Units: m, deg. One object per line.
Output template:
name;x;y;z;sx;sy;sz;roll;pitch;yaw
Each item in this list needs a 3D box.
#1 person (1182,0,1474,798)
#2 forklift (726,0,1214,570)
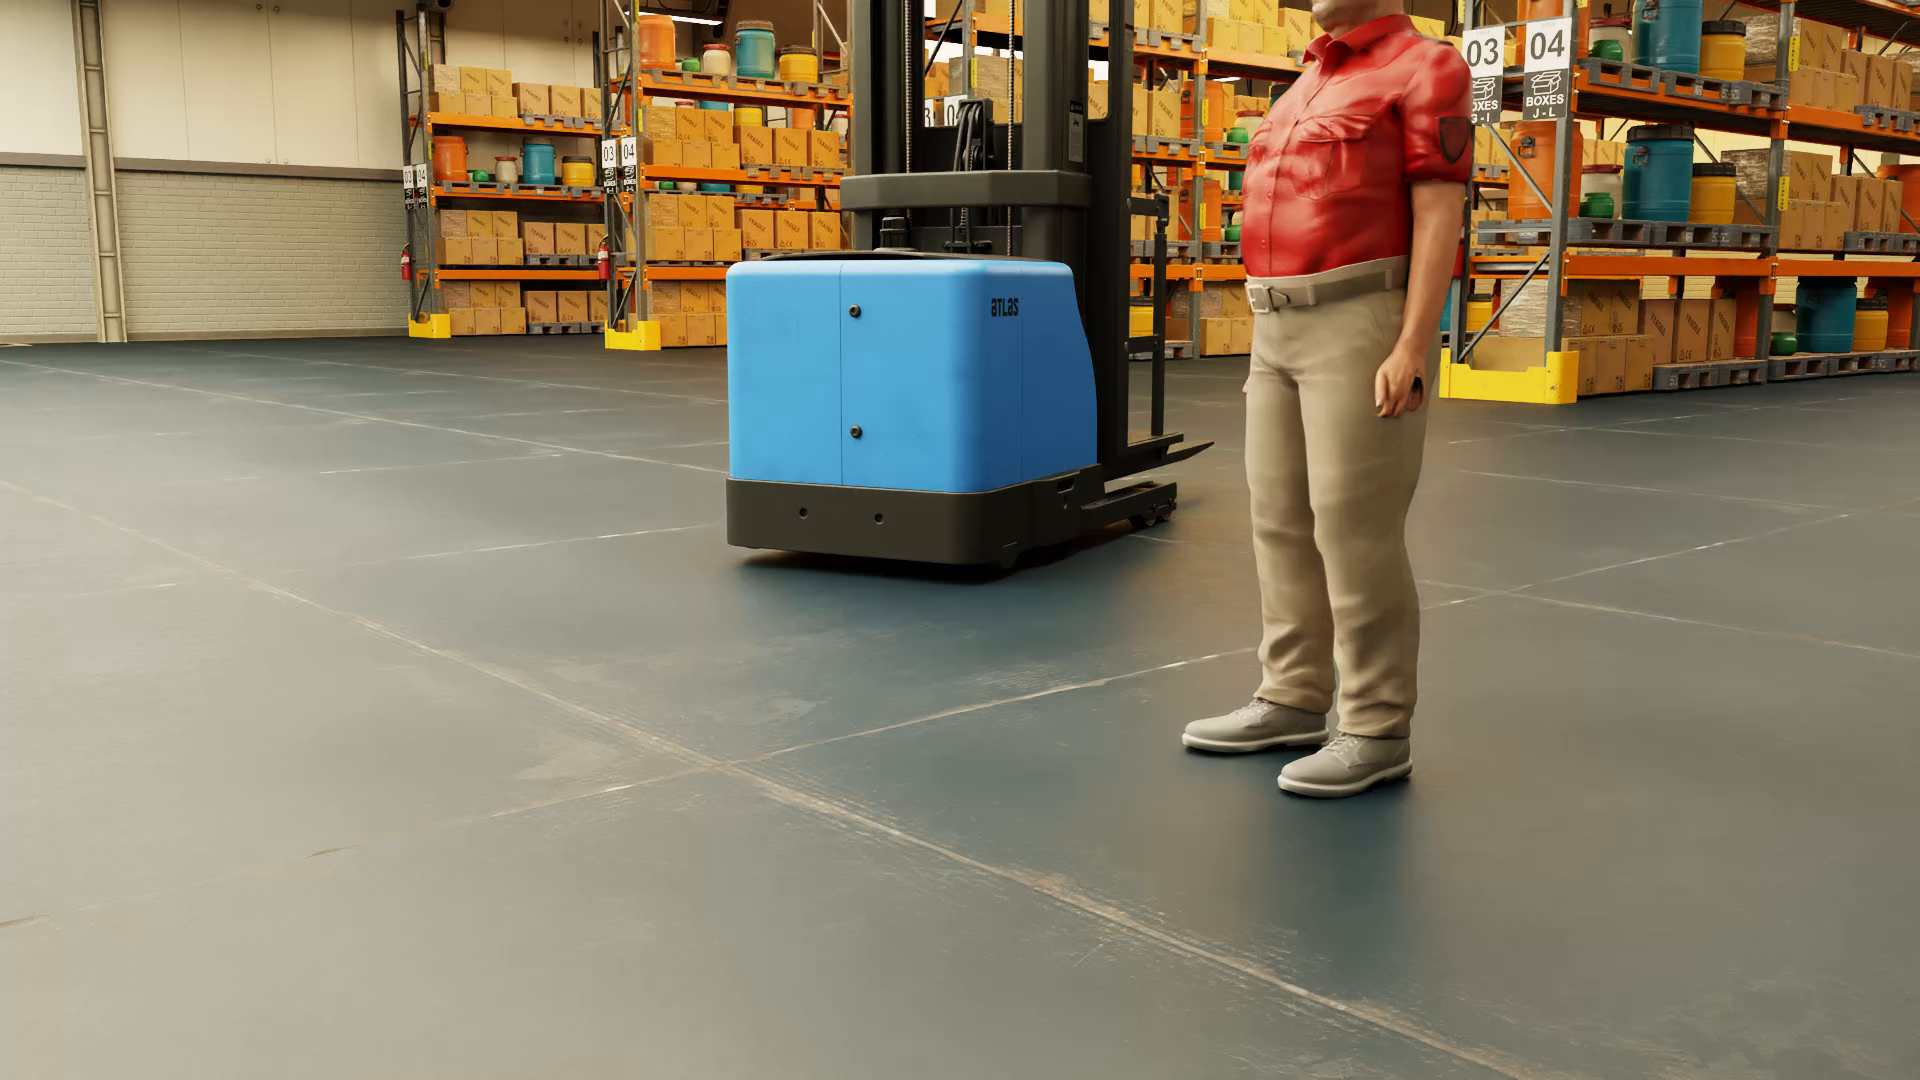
person;0.741;-0.377;3.347;0.385;1.728;0.519;-4;10;-23
forklift;0.275;-1.531;6.852;1.130;2.935;3.031;4;10;26
